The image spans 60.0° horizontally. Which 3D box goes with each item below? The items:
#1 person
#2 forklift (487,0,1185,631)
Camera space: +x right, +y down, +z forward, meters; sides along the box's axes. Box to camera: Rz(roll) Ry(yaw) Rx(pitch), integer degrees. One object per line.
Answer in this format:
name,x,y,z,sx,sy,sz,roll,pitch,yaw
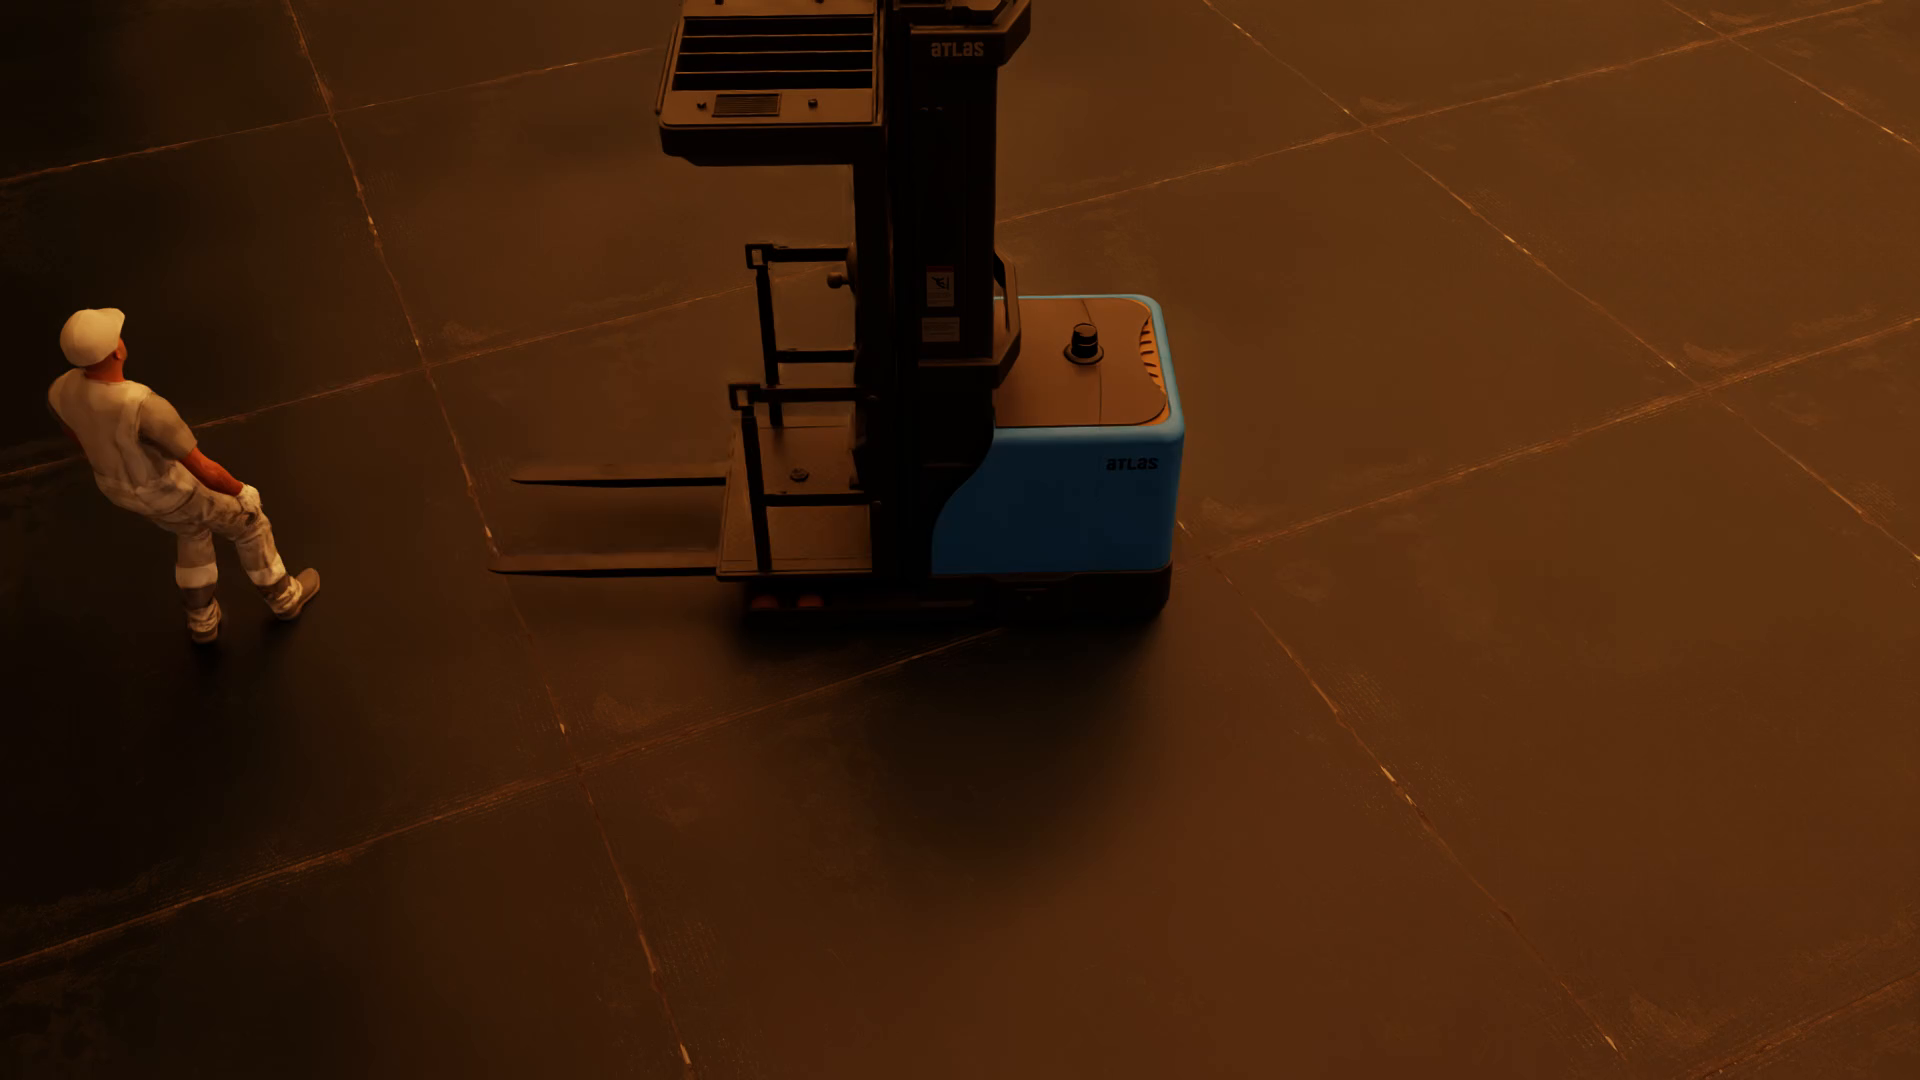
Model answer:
person,-3.197,-0.297,6.876,0.738,1.749,0.634,14,45,15
forklift,-0.591,-1.034,6.788,3.031,2.935,1.130,-1,43,-1
